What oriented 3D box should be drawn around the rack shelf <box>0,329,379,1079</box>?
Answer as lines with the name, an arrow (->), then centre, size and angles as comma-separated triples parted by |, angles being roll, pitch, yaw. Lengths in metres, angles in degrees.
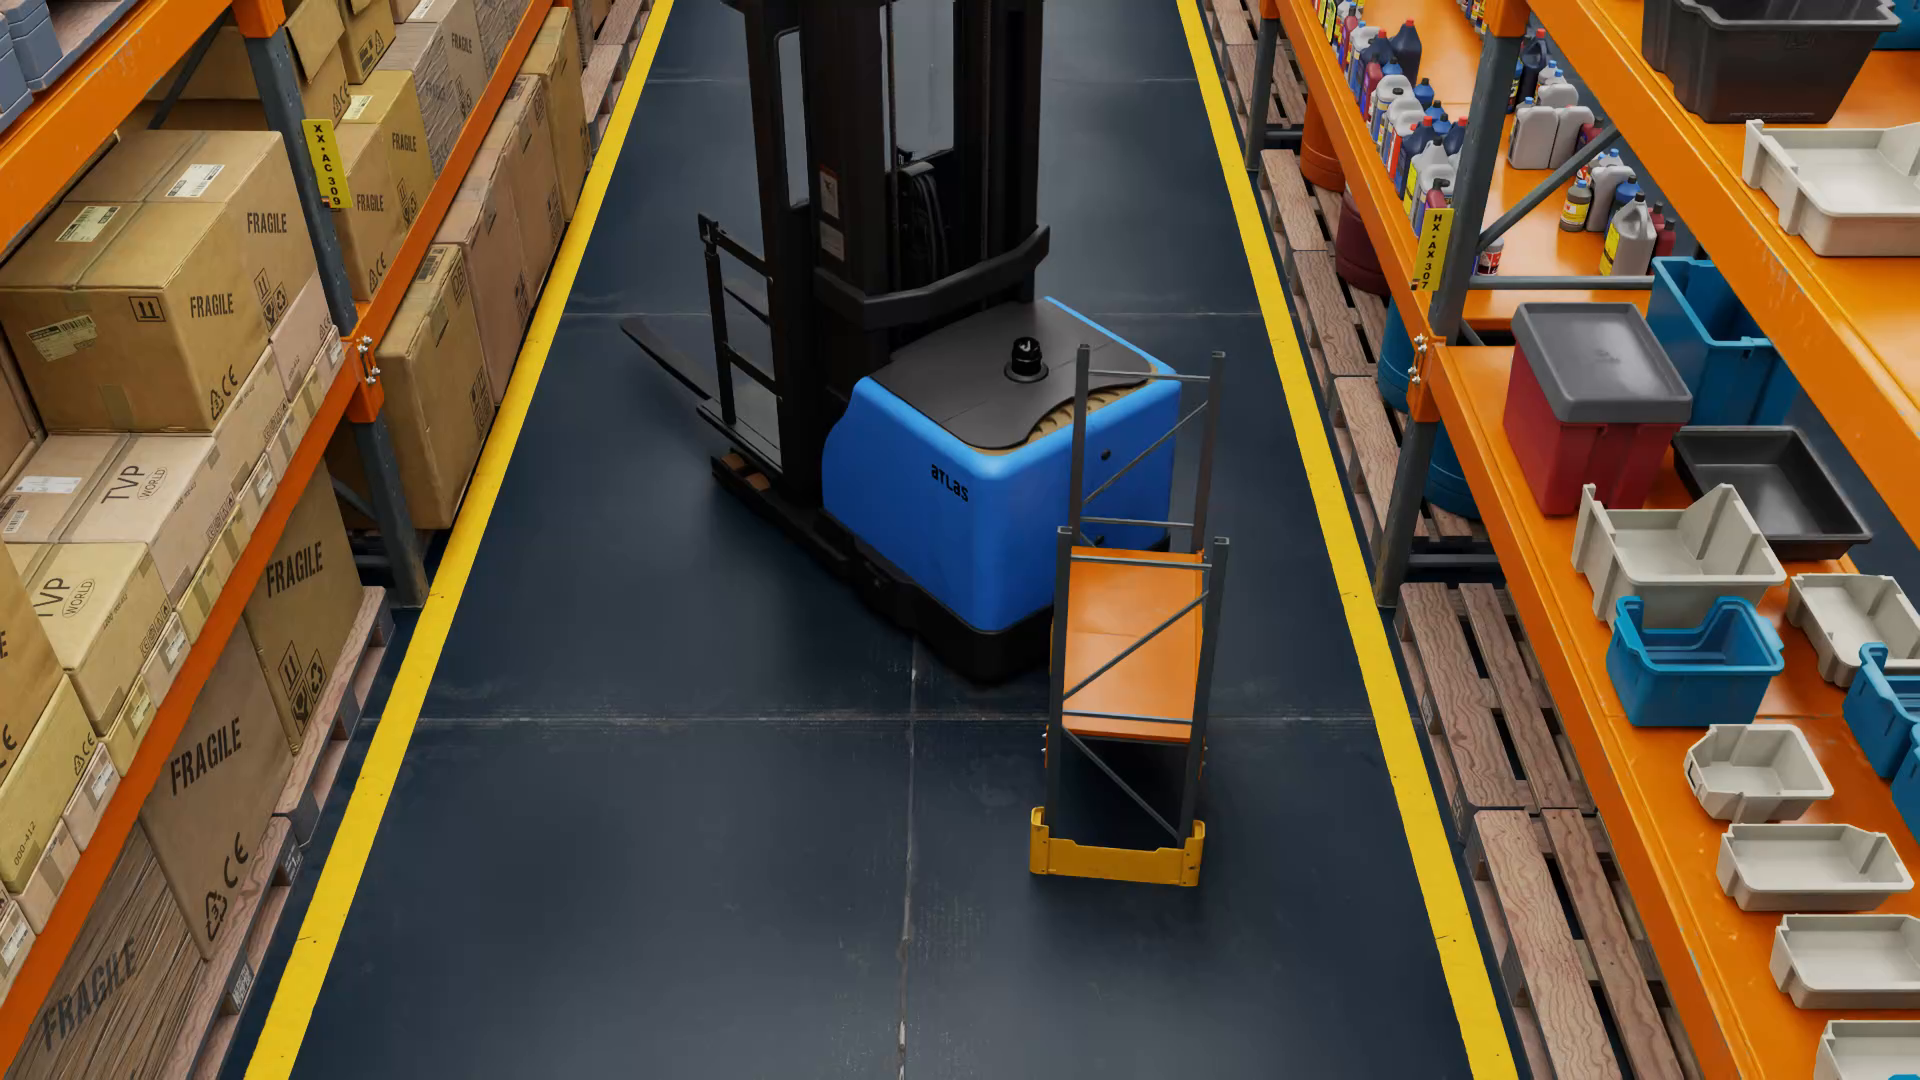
rack shelf -> -2.722, 0.613, 4.661 | 1.077, 0.370, 4.000 | 0, 39, 0

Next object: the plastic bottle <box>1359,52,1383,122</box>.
plastic bottle -> 1.858, -2.040, 7.490 | 0.061, 0.283, 0.133 | 0, 39, 0

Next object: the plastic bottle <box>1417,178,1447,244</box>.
plastic bottle -> 1.859, -1.267, 6.526 | 0.061, 0.283, 0.133 | 0, 39, 0

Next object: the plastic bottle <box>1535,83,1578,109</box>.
plastic bottle -> 2.608, -1.887, 7.305 | 0.152, 0.276, 0.135 | 0, 39, 0

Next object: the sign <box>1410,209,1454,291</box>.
sign -> 1.679, -1.030, 5.916 | 0.100, 0.325, 0.005 | 0, 39, 0

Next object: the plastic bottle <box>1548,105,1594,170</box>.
plastic bottle -> 2.608, -1.742, 7.124 | 0.152, 0.276, 0.135 | 0, 39, 0

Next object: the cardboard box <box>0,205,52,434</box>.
cardboard box -> -2.986, -0.661, 4.958 | 0.500, 0.500, 0.500 | 0, 39, 0

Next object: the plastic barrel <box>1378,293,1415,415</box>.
plastic barrel -> 2.245, -1.050, 7.503 | 0.600, 0.901, 0.708 | 0, 39, 0

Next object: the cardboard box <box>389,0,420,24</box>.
cardboard box -> -2.738, -2.566, 7.171 | 0.797, 0.503, 0.637 | 1, 39, 1

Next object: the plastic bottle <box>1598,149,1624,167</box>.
plastic bottle -> 2.636, -1.463, 6.779 | 0.097, 0.271, 0.097 | 0, 39, 0

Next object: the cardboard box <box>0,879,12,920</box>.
cardboard box -> -2.457, 0.900, 3.610 | 0.500, 0.250, 0.500 | 0, 39, -1

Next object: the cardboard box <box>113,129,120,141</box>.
cardboard box -> -2.997, -1.249, 6.330 | 0.500, 0.500, 0.500 | 0, 39, 0

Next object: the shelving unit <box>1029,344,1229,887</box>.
shelving unit -> 0.592, 0.261, 5.725 | 0.587, 1.500, 1.083 | 4, 39, 5

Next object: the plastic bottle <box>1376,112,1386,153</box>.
plastic bottle -> 1.877, -1.791, 7.245 | 0.097, 0.201, 0.097 | 0, 39, 0

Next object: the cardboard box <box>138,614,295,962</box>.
cardboard box -> -2.802, 0.723, 5.313 | 0.875, 0.875, 0.875 | 0, 39, 0

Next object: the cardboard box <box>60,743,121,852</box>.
cardboard box -> -2.394, 0.655, 4.235 | 0.380, 0.149, 0.250 | 0, 39, -1

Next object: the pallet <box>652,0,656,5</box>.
pallet -> -2.731, -4.346, 12.504 | 1.003, 0.211, 1.213 | 0, 39, 0

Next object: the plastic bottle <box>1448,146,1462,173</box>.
plastic bottle -> 2.045, -1.477, 6.734 | 0.144, 0.351, 0.185 | 0, 39, 0

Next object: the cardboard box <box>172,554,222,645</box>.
cardboard box -> -2.394, 0.174, 4.835 | 0.380, 0.149, 0.250 | -1, 39, -1

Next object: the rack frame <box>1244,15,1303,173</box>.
rack frame -> 2.224, -3.423, 9.123 | 1.000, 3.000, 0.127 | 0, 39, 0

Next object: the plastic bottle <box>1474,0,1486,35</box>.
plastic bottle -> 2.634, -2.660, 8.274 | 0.097, 0.271, 0.097 | 0, 39, 0

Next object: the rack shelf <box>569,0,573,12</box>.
rack shelf -> -2.731, -4.389, 10.904 | 1.077, 0.370, 4.000 | 0, 39, 0

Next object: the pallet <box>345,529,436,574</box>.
pallet -> -2.800, -0.312, 7.471 | 1.003, 0.211, 1.213 | 0, 39, 0

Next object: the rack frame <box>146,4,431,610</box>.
rack frame -> -2.724, -0.918, 5.997 | 1.000, 3.000, 0.127 | 0, 39, 0

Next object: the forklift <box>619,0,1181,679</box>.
forklift -> -0.466, -1.455, 6.722 | 1.130, 2.935, 3.031 | -28, 46, -30

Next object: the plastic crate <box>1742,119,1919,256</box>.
plastic crate -> 1.983, -0.780, 3.637 | 0.437, 0.136, 0.530 | 0, 39, 0

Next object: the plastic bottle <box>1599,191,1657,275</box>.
plastic bottle -> 2.553, -1.148, 6.323 | 0.144, 0.351, 0.185 | 0, 39, 0

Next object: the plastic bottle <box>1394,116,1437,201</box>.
plastic bottle -> 1.901, -1.593, 6.878 | 0.144, 0.351, 0.185 | 0, 39, 0

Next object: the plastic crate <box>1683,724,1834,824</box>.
plastic crate -> 2.022, 0.609, 4.254 | 0.298, 0.136, 0.250 | 0, 39, 0

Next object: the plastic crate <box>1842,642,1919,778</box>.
plastic crate -> 2.561, 0.456, 4.368 | 0.416, 0.233, 0.300 | 0, 39, 0

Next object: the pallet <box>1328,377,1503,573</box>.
pallet -> 2.270, -0.316, 7.476 | 1.003, 0.211, 1.213 | 0, 39, 0

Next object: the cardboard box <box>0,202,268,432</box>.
cardboard box -> -2.459, -0.668, 4.967 | 0.500, 0.500, 0.500 | 0, 39, 0

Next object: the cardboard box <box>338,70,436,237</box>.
cardboard box -> -2.476, -1.559, 6.717 | 0.500, 0.500, 0.500 | 0, 39, 0

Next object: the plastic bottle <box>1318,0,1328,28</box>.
plastic bottle -> 1.857, -2.734, 8.356 | 0.061, 0.283, 0.133 | 0, 39, 0

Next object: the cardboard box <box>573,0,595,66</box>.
cardboard box -> -2.763, -3.382, 10.718 | 0.700, 0.500, 0.500 | -3, 39, -4

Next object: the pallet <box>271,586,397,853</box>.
pallet -> -2.801, 0.646, 6.276 | 1.003, 0.211, 1.213 | 0, 39, 0

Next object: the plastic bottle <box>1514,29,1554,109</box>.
plastic bottle -> 2.612, -2.138, 7.558 | 0.144, 0.351, 0.185 | 0, 39, 0

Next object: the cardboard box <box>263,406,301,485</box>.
cardboard box -> -2.395, -0.308, 5.437 | 0.380, 0.149, 0.250 | -1, 39, -1

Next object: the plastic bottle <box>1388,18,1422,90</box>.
plastic bottle -> 2.052, -2.250, 7.699 | 0.144, 0.351, 0.185 | 0, 39, 0

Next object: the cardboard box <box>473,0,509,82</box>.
cardboard box -> -2.482, -2.514, 7.908 | 0.500, 0.500, 0.500 | -1, 39, -2

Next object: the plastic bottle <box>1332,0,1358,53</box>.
plastic bottle -> 1.875, -2.512, 8.089 | 0.097, 0.271, 0.097 | 0, 39, 0

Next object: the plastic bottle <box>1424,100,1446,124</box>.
plastic bottle -> 2.029, -1.757, 7.147 | 0.097, 0.271, 0.097 | 0, 39, 0

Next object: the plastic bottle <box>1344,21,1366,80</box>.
plastic bottle -> 1.876, -2.307, 7.833 | 0.097, 0.271, 0.097 | 0, 39, 0

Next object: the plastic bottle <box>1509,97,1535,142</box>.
plastic bottle -> 2.484, -1.846, 7.314 | 0.097, 0.201, 0.097 | 0, 39, 0

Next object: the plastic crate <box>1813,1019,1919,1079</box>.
plastic crate -> 2.052, 1.149, 3.580 | 0.396, 0.136, 0.243 | 0, 39, 0

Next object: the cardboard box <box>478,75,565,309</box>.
cardboard box -> -2.755, -1.765, 8.417 | 1.225, 0.875, 0.875 | 0, 39, 0

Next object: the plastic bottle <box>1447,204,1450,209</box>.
plastic bottle -> 1.939, -1.246, 6.565 | 0.097, 0.201, 0.097 | 0, 39, 0

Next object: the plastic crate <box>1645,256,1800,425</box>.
plastic crate -> 2.571, -0.647, 5.624 | 0.392, 0.384, 0.575 | 0, 39, 0

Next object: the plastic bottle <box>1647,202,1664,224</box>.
plastic bottle -> 2.655, -1.189, 6.429 | 0.061, 0.283, 0.133 | 0, 39, 0

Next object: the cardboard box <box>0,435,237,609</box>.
cardboard box -> -2.457, -0.057, 4.804 | 0.500, 0.250, 0.500 | 1, 39, 1

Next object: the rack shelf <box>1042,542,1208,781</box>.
rack shelf -> 0.593, 0.396, 5.844 | 0.538, 0.185, 1.000 | 4, 39, 5

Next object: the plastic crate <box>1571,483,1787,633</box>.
plastic crate -> 2.047, 0.056, 4.828 | 0.437, 0.282, 0.530 | 0, 39, 0

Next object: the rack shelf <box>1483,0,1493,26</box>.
rack shelf -> 2.227, -3.062, 6.849 | 1.077, 0.370, 4.000 | 0, 39, 0

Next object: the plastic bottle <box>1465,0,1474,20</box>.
plastic bottle -> 2.634, -2.782, 8.426 | 0.097, 0.271, 0.097 | 0, 39, 0

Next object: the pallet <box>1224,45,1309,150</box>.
pallet -> 2.262, -2.819, 10.599 | 1.003, 0.211, 1.213 | 0, 39, 0

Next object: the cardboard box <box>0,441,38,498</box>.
cardboard box -> -2.983, -0.047, 4.792 | 0.500, 0.250, 0.500 | 1, 39, 1
